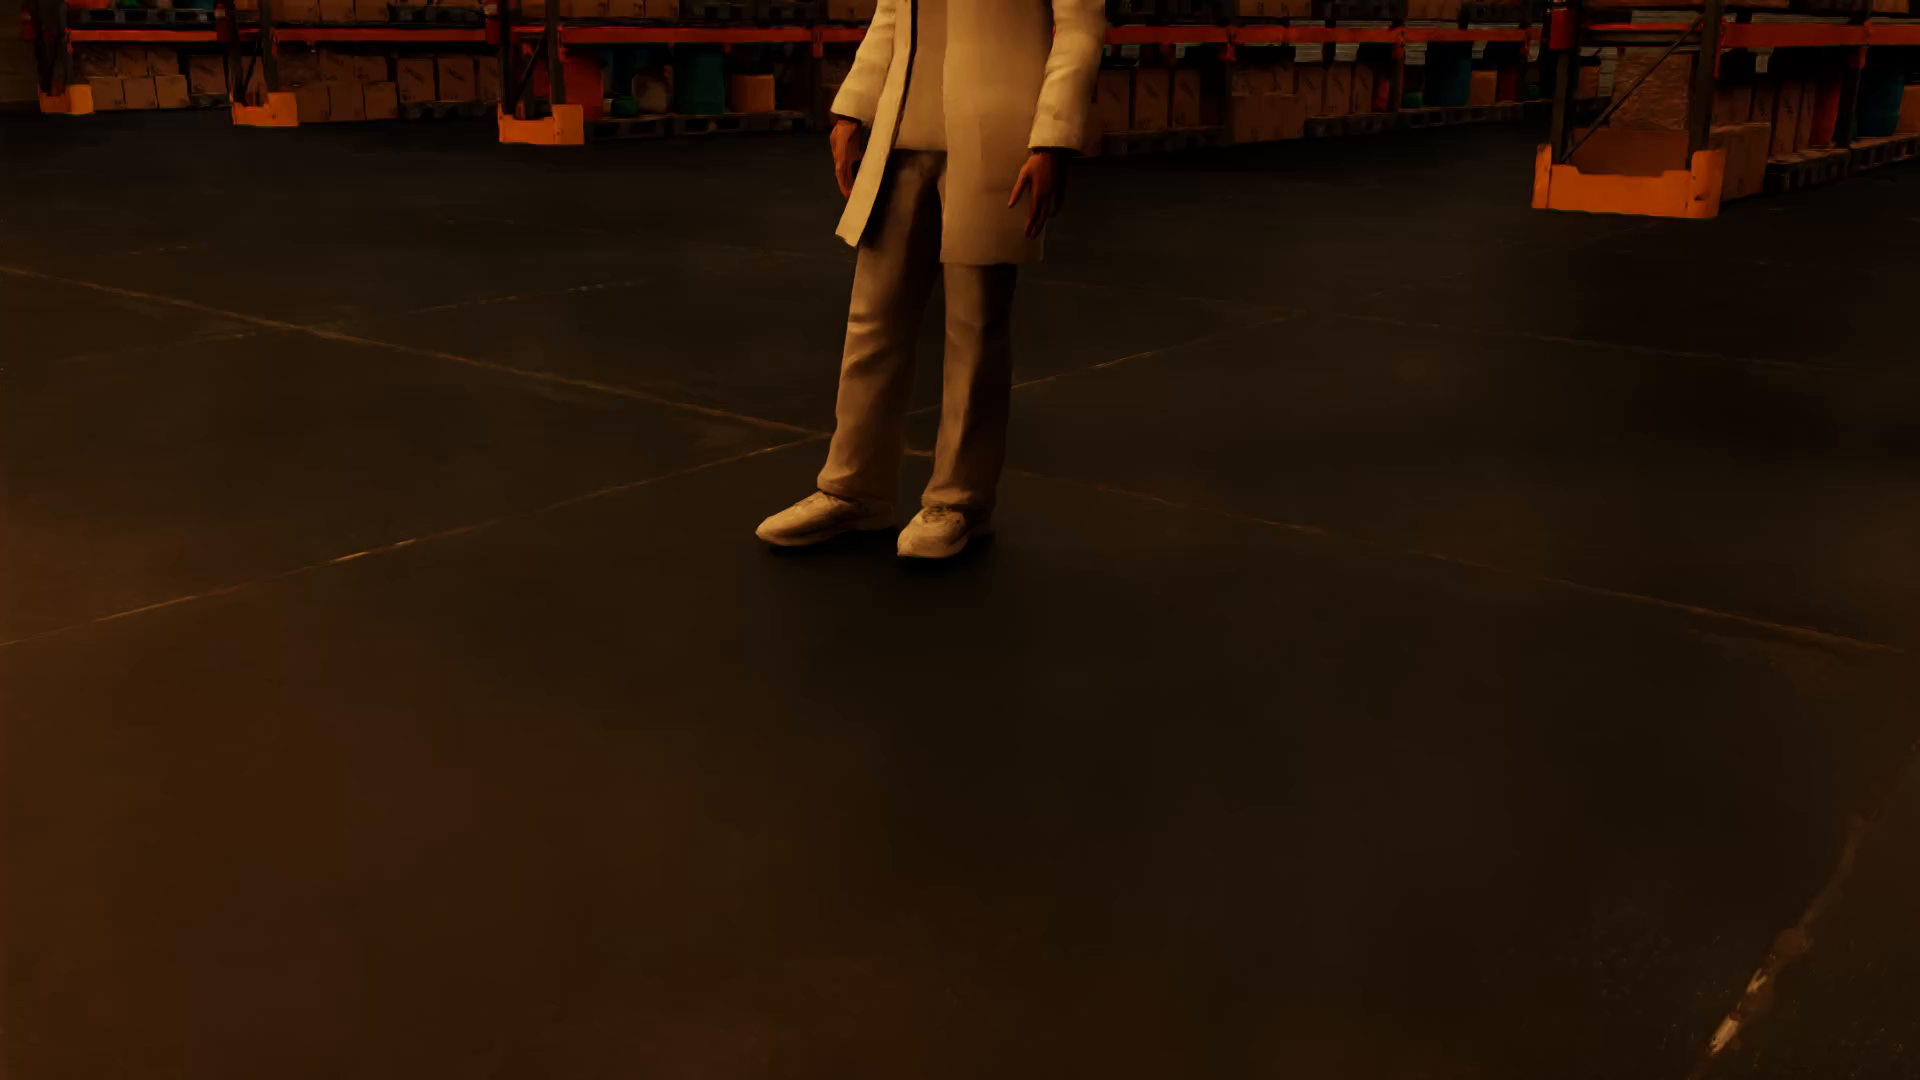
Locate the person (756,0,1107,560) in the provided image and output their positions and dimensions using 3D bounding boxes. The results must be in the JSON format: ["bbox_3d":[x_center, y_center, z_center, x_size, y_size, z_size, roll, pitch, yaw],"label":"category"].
[{"bbox_3d":[-0.062,-0.838,3.617,0.694,1.776,0.579,13,21,37],"label":"person"}]
